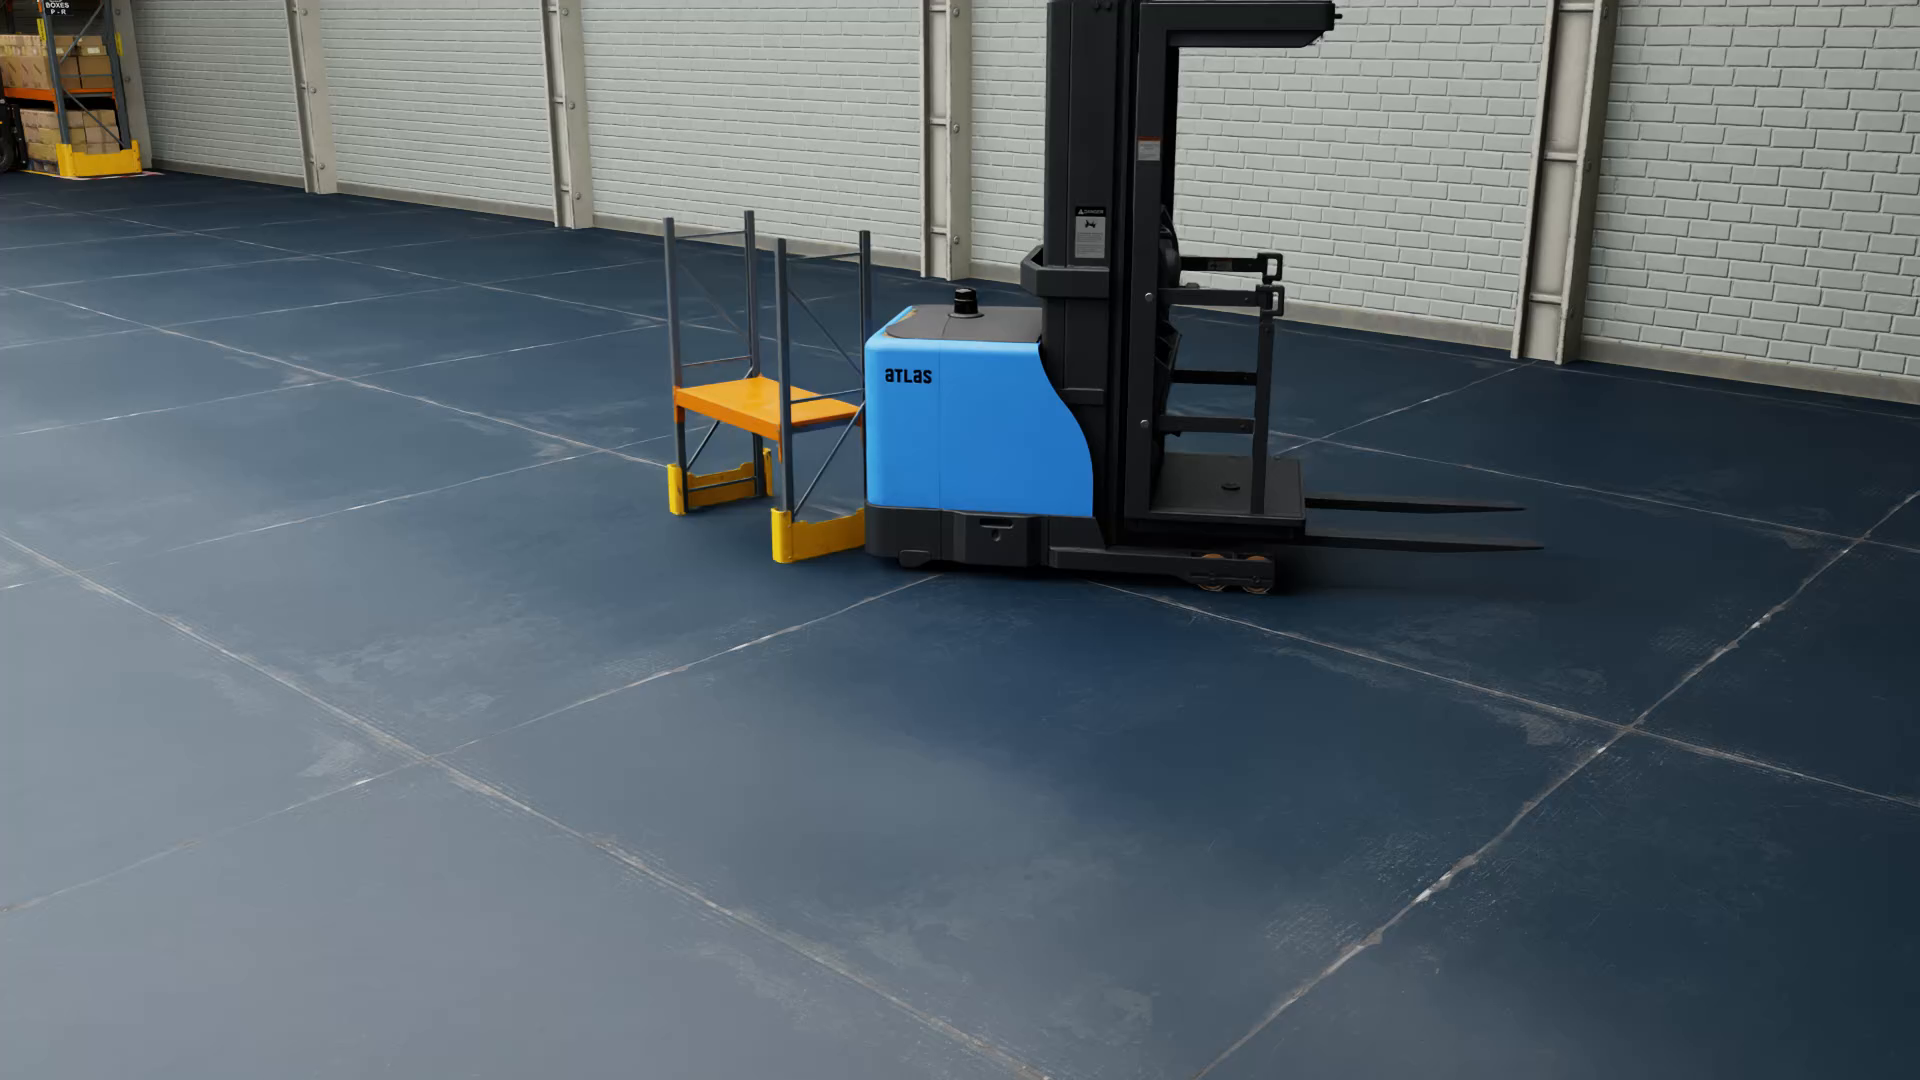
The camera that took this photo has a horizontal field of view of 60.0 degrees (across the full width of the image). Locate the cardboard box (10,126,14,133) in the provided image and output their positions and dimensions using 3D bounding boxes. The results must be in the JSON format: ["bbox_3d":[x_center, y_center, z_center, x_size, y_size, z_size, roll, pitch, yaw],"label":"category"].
[{"bbox_3d":[-15.388,-6.718,27.347,0.500,0.250,0.500,15,23,39],"label":"cardboard box"}]

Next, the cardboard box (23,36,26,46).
[{"bbox_3d":[-14.640,-7.939,26.438,0.250,0.149,0.380,15,23,40],"label":"cardboard box"}]

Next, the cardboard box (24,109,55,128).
[{"bbox_3d":[-14.613,-6.749,26.619,0.500,0.250,0.500,16,23,40],"label":"cardboard box"}]

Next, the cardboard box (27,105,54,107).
[{"bbox_3d":[-15.413,-7.171,27.948,0.500,0.250,0.500,15,23,40],"label":"cardboard box"}]

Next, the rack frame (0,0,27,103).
[{"bbox_3d":[-16.668,-8.063,28.560,0.127,3.000,1.000,15,23,39],"label":"rack frame"}]

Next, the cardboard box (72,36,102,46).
[{"bbox_3d":[-13.786,-7.875,26.236,0.250,0.149,0.380,14,23,38],"label":"cardboard box"}]

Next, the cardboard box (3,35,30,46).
[{"bbox_3d":[-15.105,-8.017,26.684,0.250,0.149,0.380,16,23,40],"label":"cardboard box"}]

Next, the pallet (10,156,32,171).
[{"bbox_3d":[-15.184,-6.320,27.677,1.213,0.211,1.003,15,23,39],"label":"pallet"}]

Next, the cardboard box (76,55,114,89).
[{"bbox_3d":[-13.862,-7.470,26.526,0.500,0.500,0.500,16,24,41],"label":"cardboard box"}]

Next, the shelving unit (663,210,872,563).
[{"bbox_3d":[-0.937,-0.786,8.110,0.587,1.500,1.083,-13,22,-36],"label":"shelving unit"}]

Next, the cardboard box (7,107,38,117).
[{"bbox_3d":[-15.371,-6.952,27.257,0.500,0.250,0.500,14,23,38],"label":"cardboard box"}]

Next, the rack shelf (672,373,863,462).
[{"bbox_3d":[-0.931,-0.613,8.157,0.538,0.185,1.000,-13,22,-36],"label":"rack shelf"}]

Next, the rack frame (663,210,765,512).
[{"bbox_3d":[-1.245,-0.905,8.484,0.500,1.500,0.032,-13,22,-36],"label":"rack frame"}]

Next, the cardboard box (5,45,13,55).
[{"bbox_3d":[-15.097,-7.875,26.730,0.250,0.149,0.380,15,23,40],"label":"cardboard box"}]

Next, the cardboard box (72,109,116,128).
[{"bbox_3d":[-13.910,-6.766,26.670,0.500,0.250,0.500,15,23,38],"label":"cardboard box"}]

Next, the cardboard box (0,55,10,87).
[{"bbox_3d":[-15.367,-7.655,27.108,0.500,0.500,0.500,15,23,40],"label":"cardboard box"}]

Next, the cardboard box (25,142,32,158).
[{"bbox_3d":[-14.971,-6.377,27.098,0.500,0.250,0.500,15,23,40],"label":"cardboard box"}]

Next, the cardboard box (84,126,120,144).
[{"bbox_3d":[-13.890,-6.529,26.752,0.500,0.250,0.500,16,23,40],"label":"cardboard box"}]

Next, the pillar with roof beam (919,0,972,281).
[{"bbox_3d":[-2.993,-5.875,11.748,0.400,9.000,9.100,15,23,39],"label":"pillar with roof beam"}]

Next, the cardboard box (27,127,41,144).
[{"bbox_3d":[-14.616,-6.518,26.716,0.500,0.250,0.500,15,23,39],"label":"cardboard box"}]

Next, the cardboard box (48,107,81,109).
[{"bbox_3d":[-14.653,-6.968,27.307,0.500,0.250,0.500,15,23,39],"label":"cardboard box"}]

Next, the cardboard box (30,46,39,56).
[{"bbox_3d":[-14.332,-7.668,26.076,0.250,0.149,0.380,16,23,40],"label":"cardboard box"}]

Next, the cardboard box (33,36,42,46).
[{"bbox_3d":[-14.289,-7.826,26.082,0.250,0.149,0.380,15,23,39],"label":"cardboard box"}]

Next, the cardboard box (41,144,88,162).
[{"bbox_3d":[-14.237,-6.173,26.454,0.500,0.250,0.500,15,23,40],"label":"cardboard box"}]

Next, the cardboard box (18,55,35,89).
[{"bbox_3d":[-14.600,-7.454,26.473,0.500,0.500,0.500,16,24,41],"label":"cardboard box"}]

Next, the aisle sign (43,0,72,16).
[{"bbox_3d":[-13.822,-8.420,25.385,0.004,0.787,0.394,15,23,39],"label":"aisle sign"}]

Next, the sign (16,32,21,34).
[{"bbox_3d":[-16.301,-8.640,28.814,0.005,0.325,0.100,15,23,39],"label":"sign"}]

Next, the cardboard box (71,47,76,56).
[{"bbox_3d":[-13.985,-7.779,26.427,0.250,0.149,0.380,15,23,39],"label":"cardboard box"}]

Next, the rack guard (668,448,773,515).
[{"bbox_3d":[-1.244,-0.309,8.672,0.587,0.250,0.087,-13,22,-36],"label":"rack guard"}]

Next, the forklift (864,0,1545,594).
[{"bbox_3d":[1.127,-1.332,7.463,3.031,2.935,1.130,3,18,10],"label":"forklift"}]

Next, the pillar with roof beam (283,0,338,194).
[{"bbox_3d":[-11.969,-8.285,19.340,0.400,9.000,9.100,15,23,39],"label":"pillar with roof beam"}]

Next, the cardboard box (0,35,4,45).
[{"bbox_3d":[-15.412,-8.144,27.085,0.250,0.149,0.380,15,23,39],"label":"cardboard box"}]

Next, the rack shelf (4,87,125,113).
[{"bbox_3d":[-15.172,-7.319,27.404,4.000,0.370,1.077,15,23,39],"label":"rack shelf"}]

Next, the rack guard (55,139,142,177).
[{"bbox_3d":[-13.658,-6.064,26.393,0.348,0.500,1.175,15,23,39],"label":"rack guard"}]

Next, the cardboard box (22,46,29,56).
[{"bbox_3d":[-14.664,-7.786,26.449,0.250,0.149,0.380,15,23,39],"label":"cardboard box"}]
